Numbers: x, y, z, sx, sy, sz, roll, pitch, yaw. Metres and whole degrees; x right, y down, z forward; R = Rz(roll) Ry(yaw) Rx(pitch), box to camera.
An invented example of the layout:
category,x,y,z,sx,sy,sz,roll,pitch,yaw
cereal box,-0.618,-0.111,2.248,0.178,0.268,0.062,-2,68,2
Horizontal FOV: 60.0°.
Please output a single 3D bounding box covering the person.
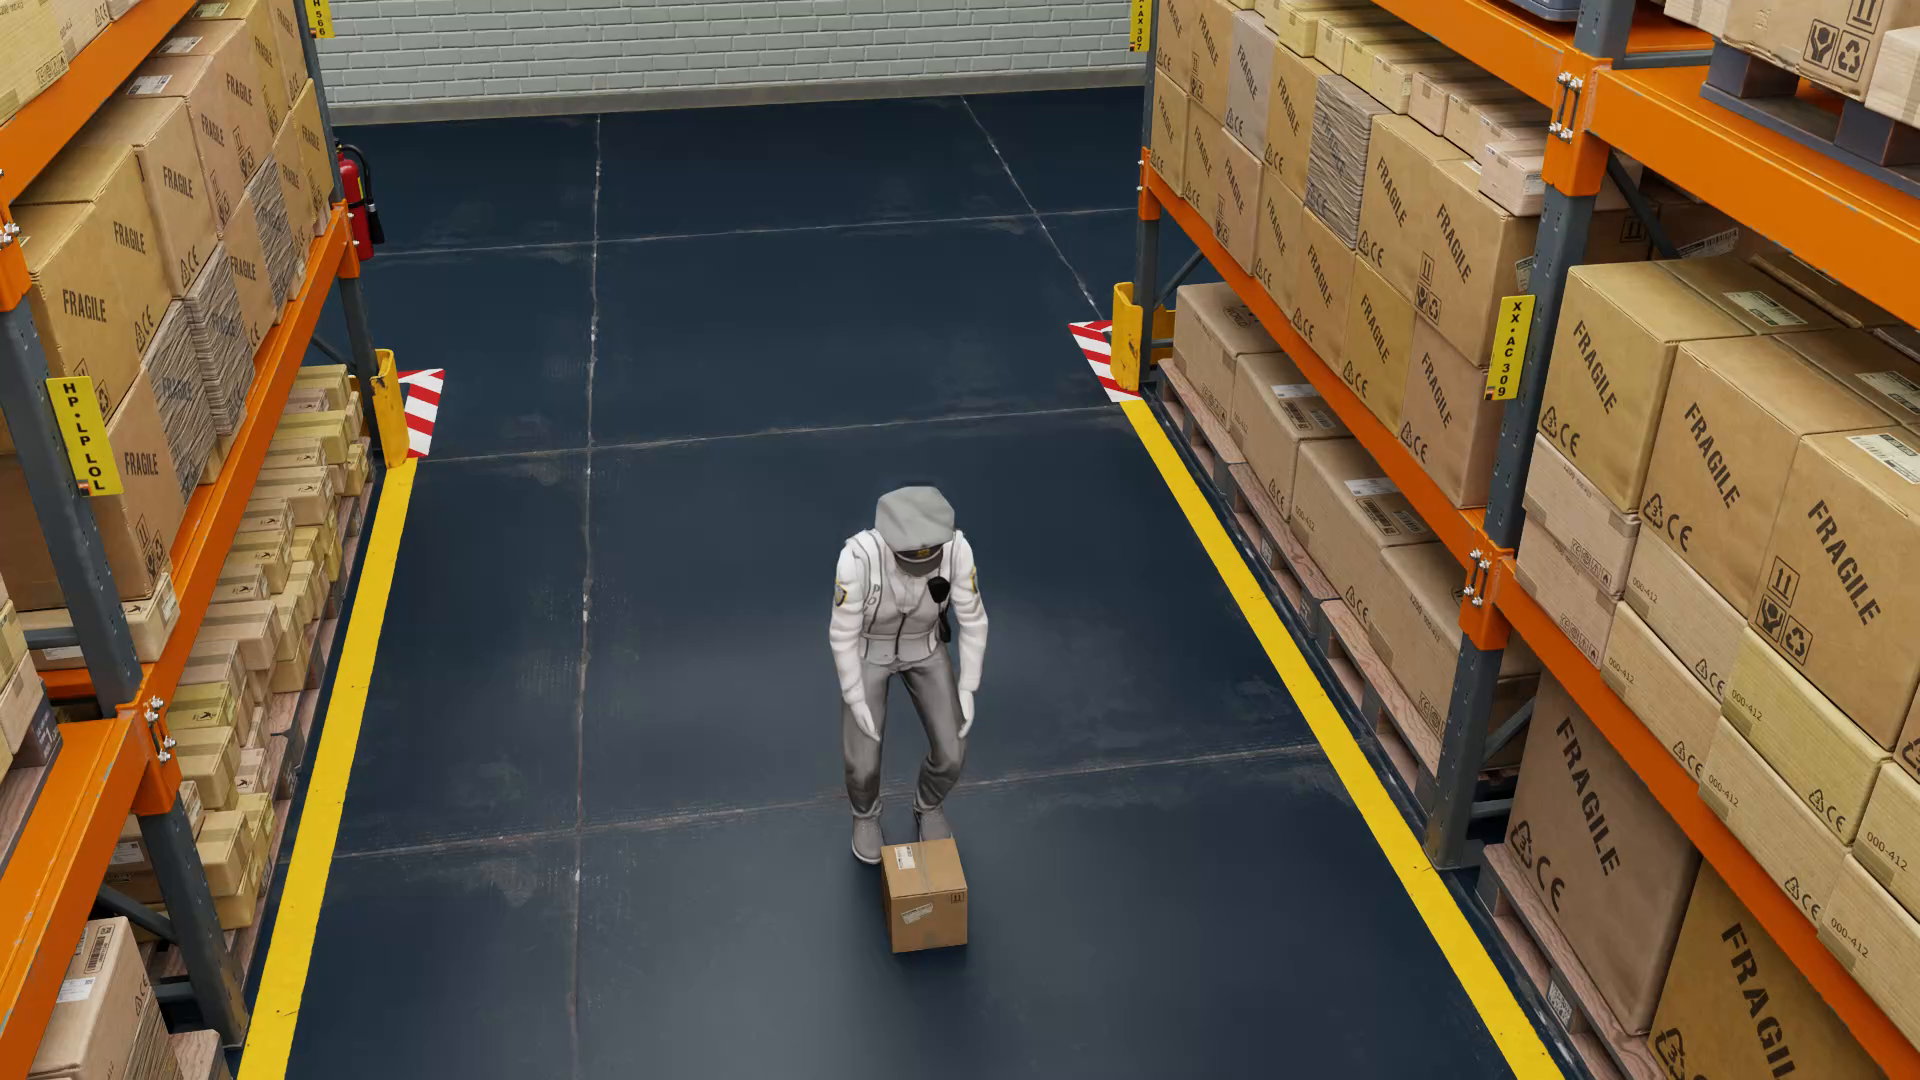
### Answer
category,x,y,z,sx,sy,sz,roll,pitch,yaw
person,-0.171,0.440,5.567,0.529,1.501,0.613,-5,31,-8
